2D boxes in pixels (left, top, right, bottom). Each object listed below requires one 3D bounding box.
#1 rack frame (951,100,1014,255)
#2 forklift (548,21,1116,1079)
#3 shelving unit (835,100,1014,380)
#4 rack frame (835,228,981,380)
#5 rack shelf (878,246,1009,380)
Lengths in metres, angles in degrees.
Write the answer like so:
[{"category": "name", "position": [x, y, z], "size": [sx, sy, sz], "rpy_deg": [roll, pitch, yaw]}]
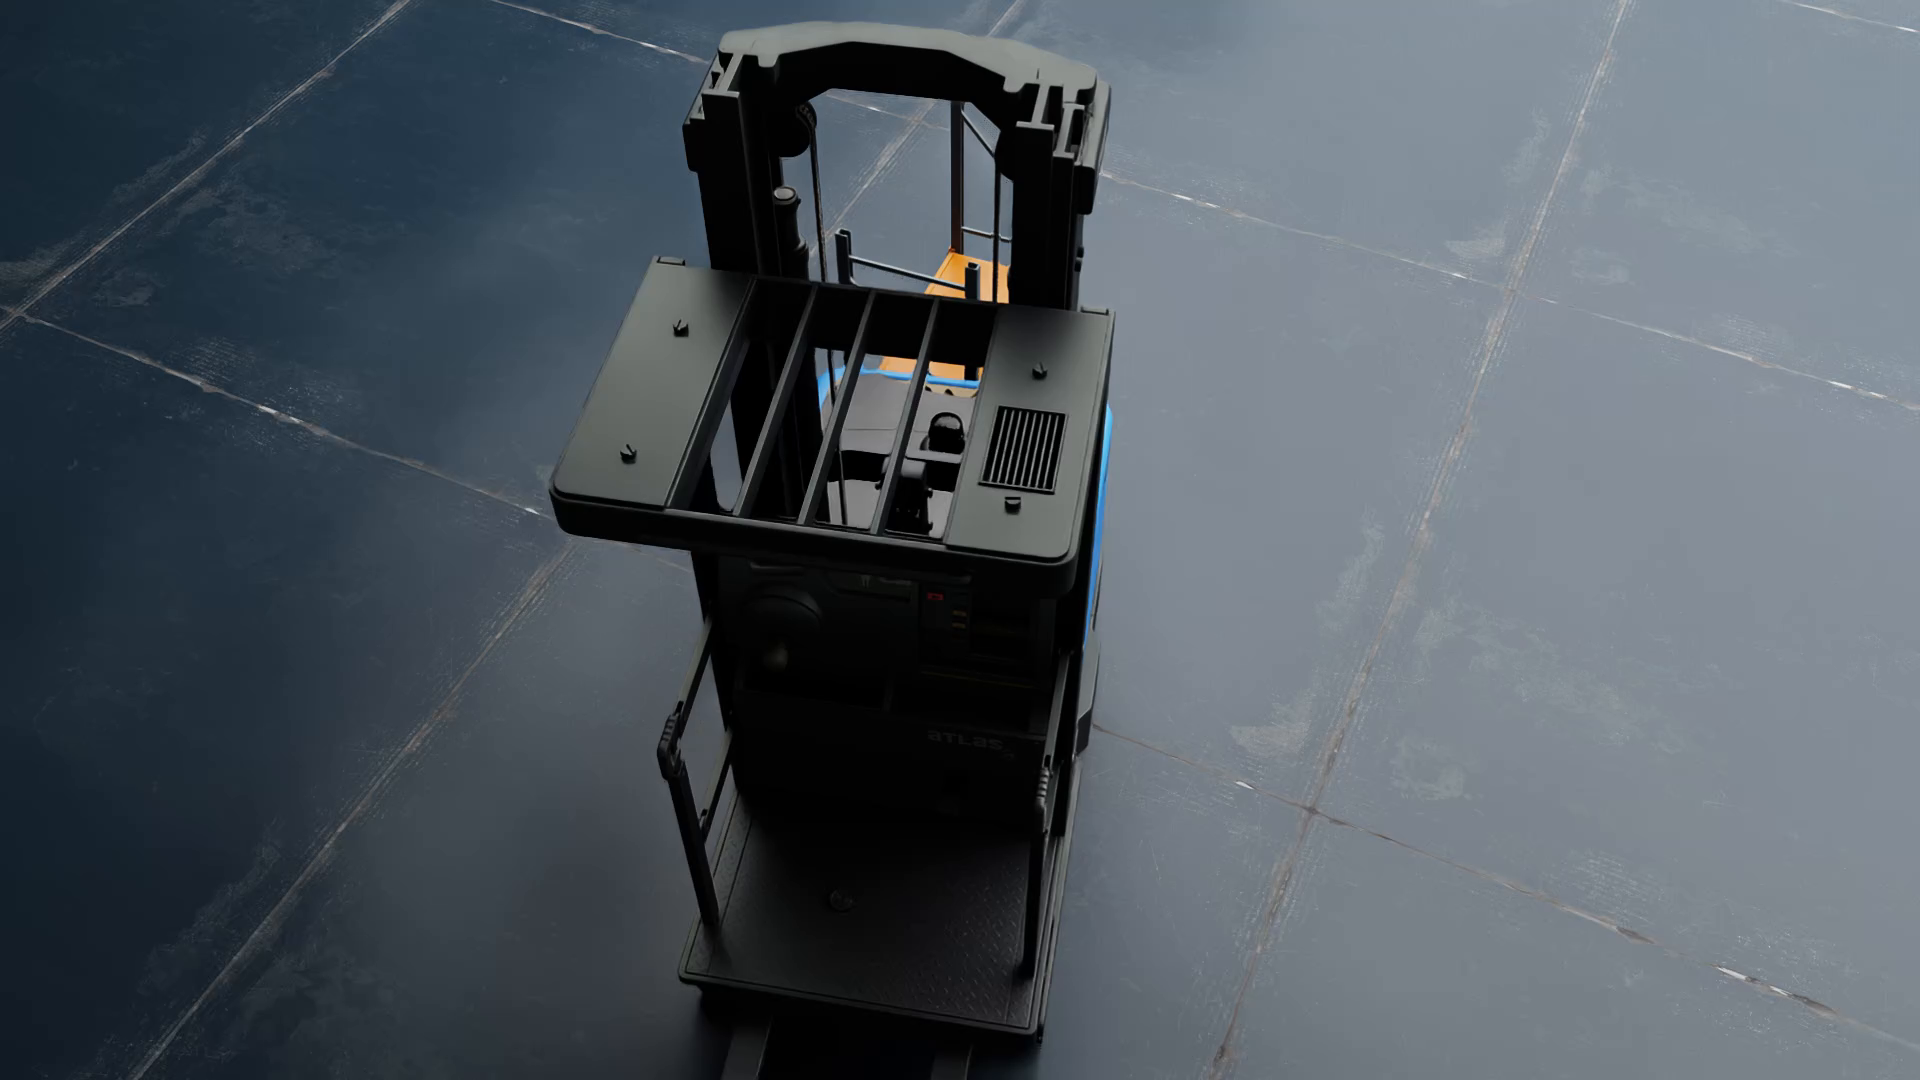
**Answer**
[{"category": "rack frame", "position": [0.203, -1.180, 6.584], "size": [0.500, 1.500, 0.032], "rpy_deg": [17, 52, 14]}, {"category": "forklift", "position": [-0.234, 0.305, 4.381], "size": [1.130, 2.935, 3.031], "rpy_deg": [8, 50, 6]}, {"category": "shelving unit", "position": [0.019, -0.826, 6.283], "size": [0.587, 1.500, 1.083], "rpy_deg": [17, 52, 14]}, {"category": "rack frame", "position": [-0.172, -0.460, 5.972], "size": [0.500, 1.500, 0.032], "rpy_deg": [17, 52, 14]}, {"category": "rack shelf", "position": [0.016, -0.703, 6.415], "size": [0.538, 0.185, 1.000], "rpy_deg": [17, 52, 14]}]
